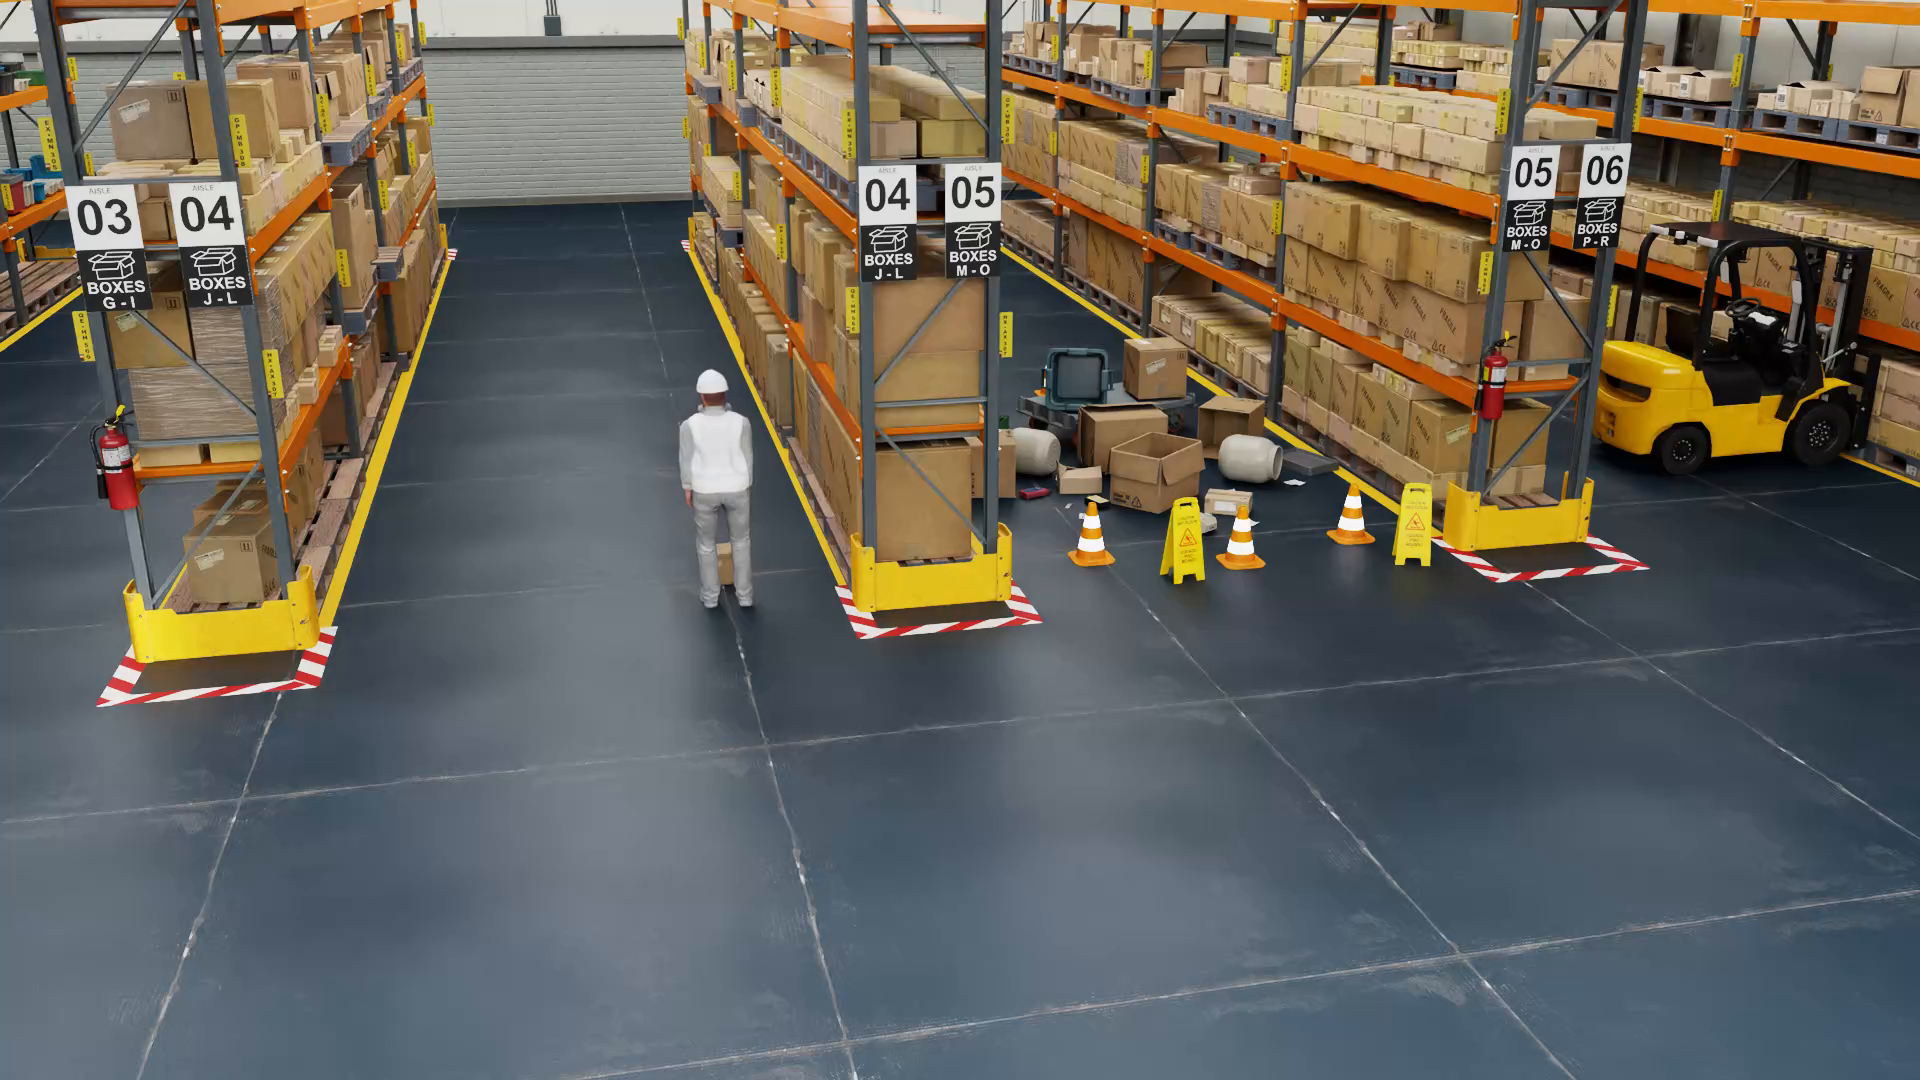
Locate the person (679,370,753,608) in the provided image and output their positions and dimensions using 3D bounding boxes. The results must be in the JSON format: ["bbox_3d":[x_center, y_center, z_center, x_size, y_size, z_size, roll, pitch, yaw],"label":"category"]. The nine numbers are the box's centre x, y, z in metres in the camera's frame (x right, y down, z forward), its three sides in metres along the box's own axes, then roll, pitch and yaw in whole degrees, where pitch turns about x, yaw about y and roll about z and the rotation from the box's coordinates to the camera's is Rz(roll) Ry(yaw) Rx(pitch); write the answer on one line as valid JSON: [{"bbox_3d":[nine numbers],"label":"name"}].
[{"bbox_3d":[-1.763,-0.366,12.095,0.533,1.771,0.357,-4,20,-11],"label":"person"}]
